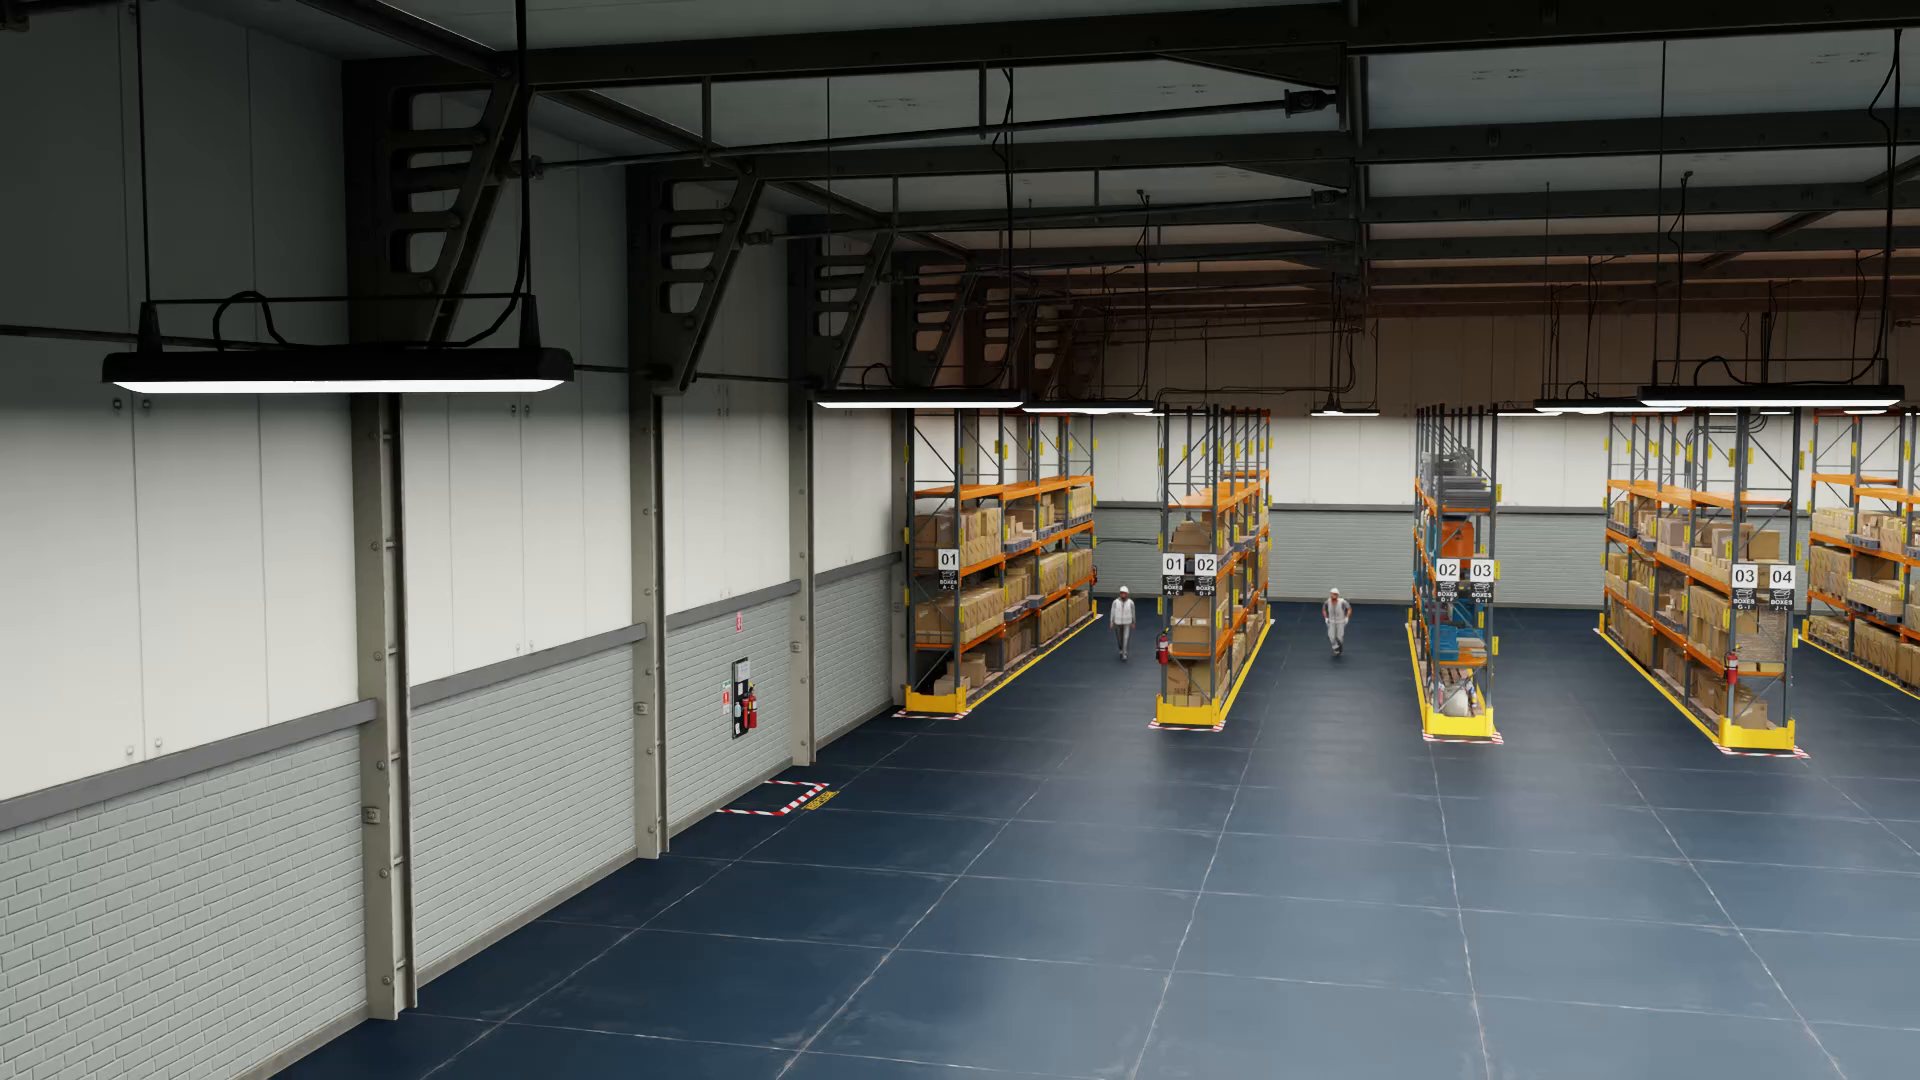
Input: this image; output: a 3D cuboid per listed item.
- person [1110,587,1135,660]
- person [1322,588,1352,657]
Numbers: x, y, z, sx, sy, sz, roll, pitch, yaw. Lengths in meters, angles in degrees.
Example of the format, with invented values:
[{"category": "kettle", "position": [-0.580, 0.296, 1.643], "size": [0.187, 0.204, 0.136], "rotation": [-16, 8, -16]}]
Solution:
[{"category": "person", "position": [3.881, 1.970, 39.679], "size": [0.588, 1.720, 1.084], "rotation": [1, 4, 11]}, {"category": "person", "position": [9.037, 1.984, 39.879], "size": [0.696, 1.686, 0.635], "rotation": [2, 4, 22]}]
